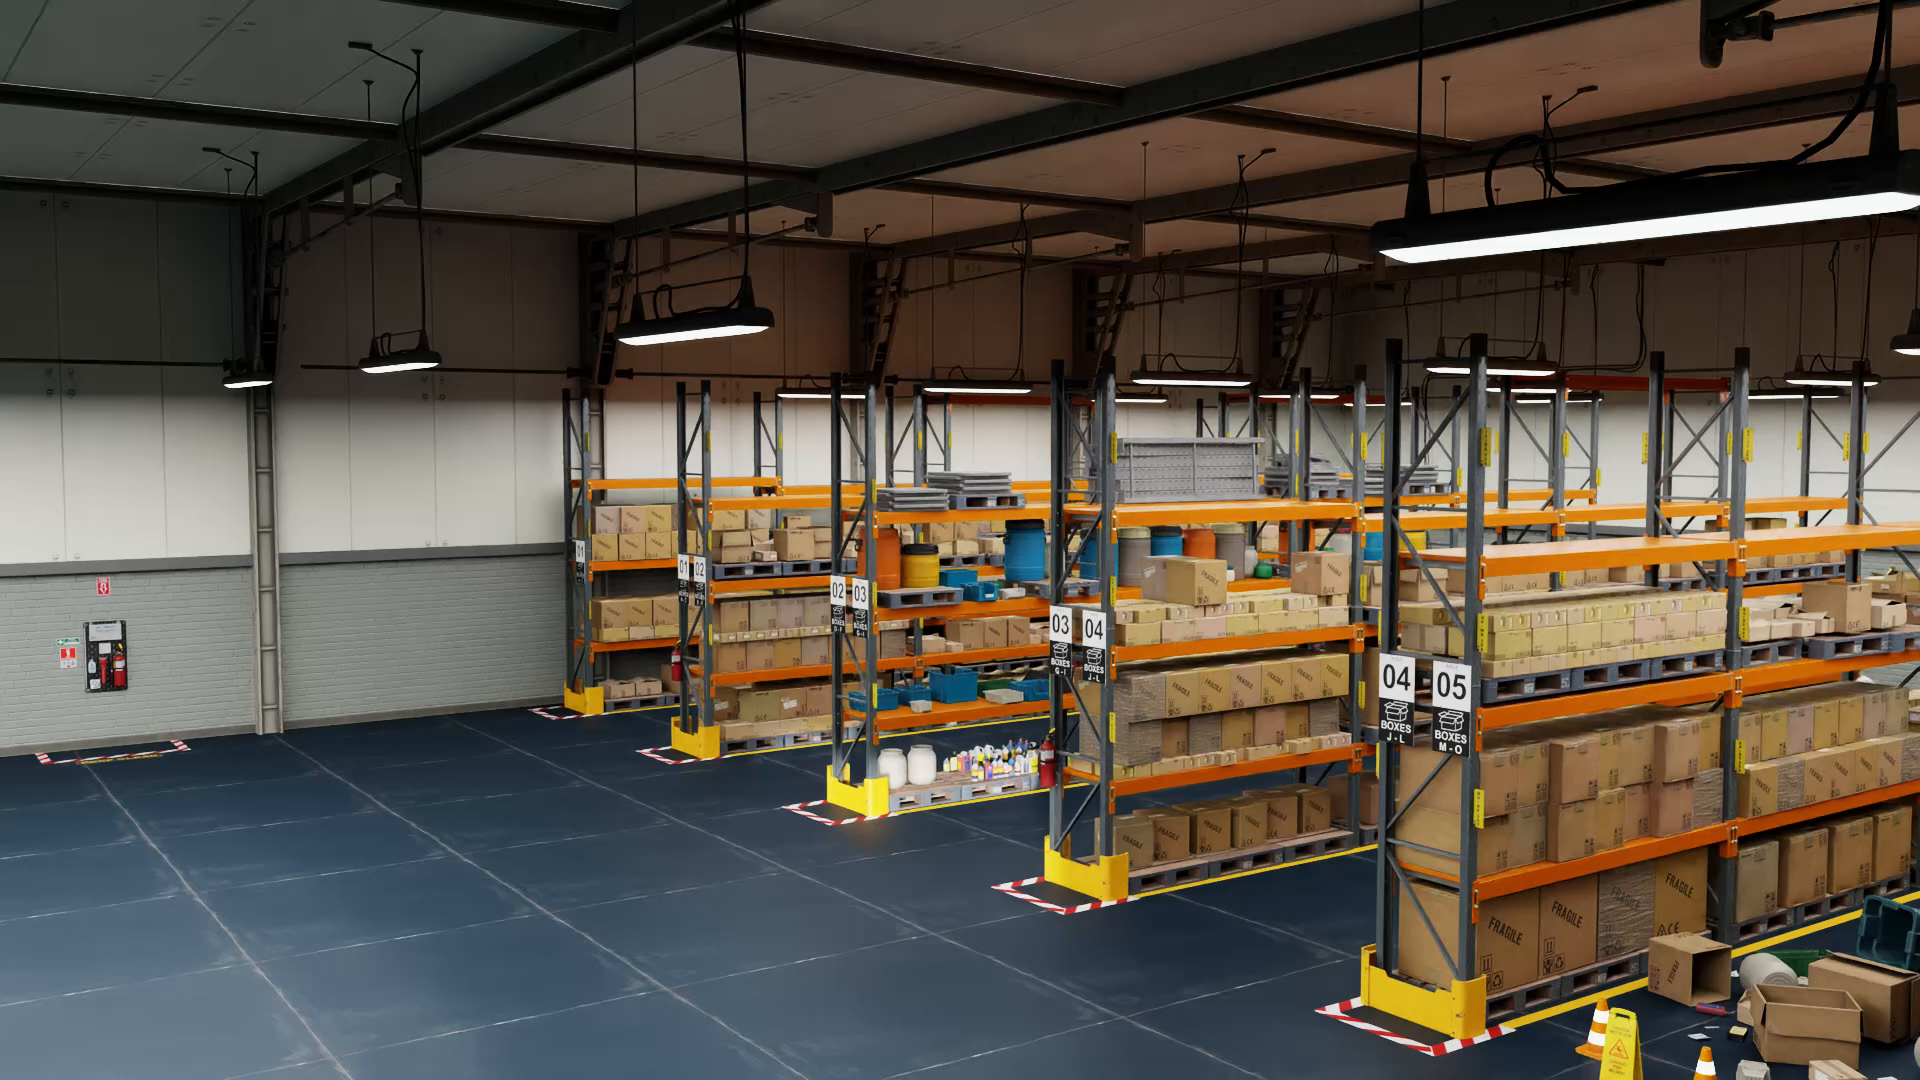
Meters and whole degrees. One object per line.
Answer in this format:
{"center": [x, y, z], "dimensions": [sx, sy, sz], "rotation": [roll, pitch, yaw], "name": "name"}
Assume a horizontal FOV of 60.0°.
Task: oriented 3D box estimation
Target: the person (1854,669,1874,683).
{"center": [13.584, 2.642, 25.331], "dimensions": [1.054, 1.715, 0.547], "rotation": [-3, 5, -39], "name": "person"}
